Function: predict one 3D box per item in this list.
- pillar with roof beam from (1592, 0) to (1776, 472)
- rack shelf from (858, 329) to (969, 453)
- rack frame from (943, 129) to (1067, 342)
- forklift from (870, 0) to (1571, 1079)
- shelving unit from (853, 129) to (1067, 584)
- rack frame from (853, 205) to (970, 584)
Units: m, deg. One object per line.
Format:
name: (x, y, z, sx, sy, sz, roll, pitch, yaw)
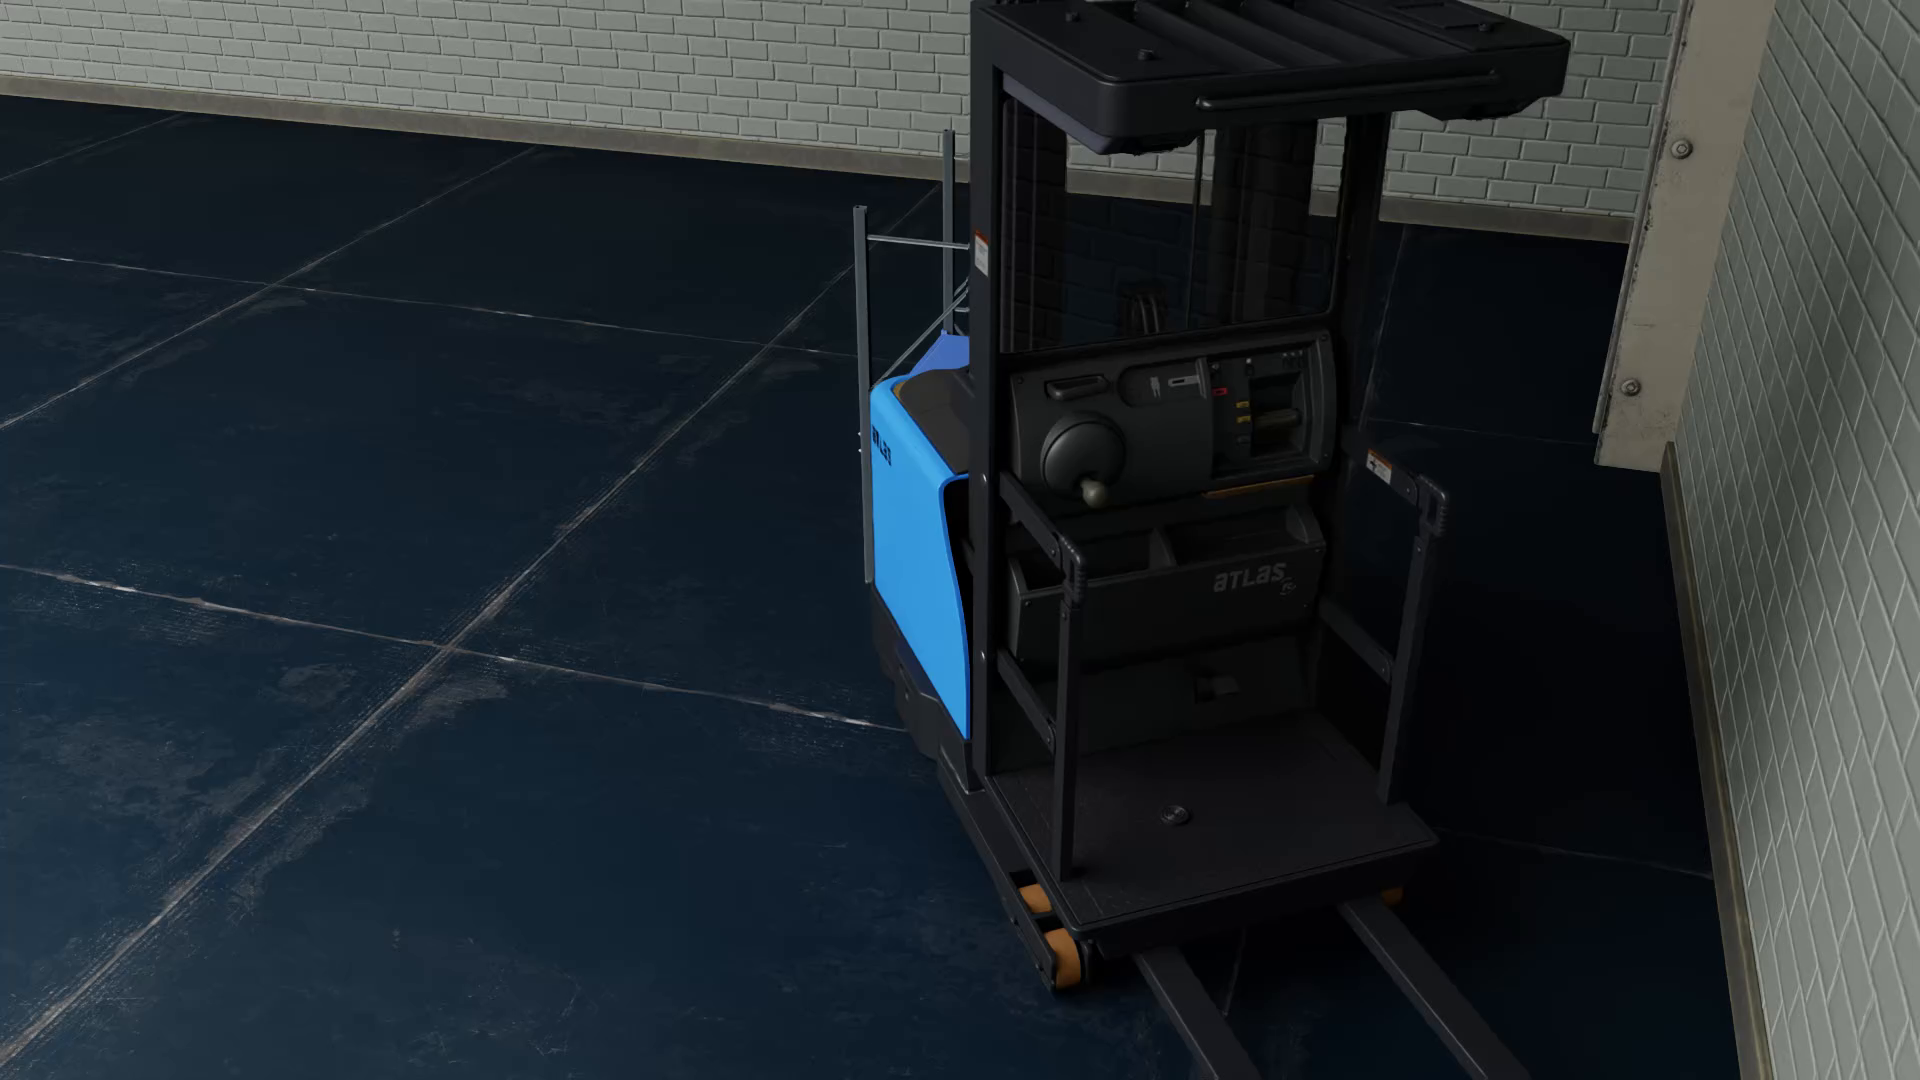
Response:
pillar with roof beam: (-1.105, -4.951, 6.394, 9.100, 9.000, 0.400, 8, 30, 15)
rack shelf: (0.025, -0.538, 6.544, 0.538, 0.185, 1.000, 8, 30, 15)
rack frame: (0.174, -0.931, 6.881, 0.500, 1.500, 0.032, 8, 30, 15)
forklift: (0.648, -0.277, 4.233, 1.130, 2.935, 3.031, -10, 30, -17)
shelving unit: (0.025, -0.695, 6.457, 0.538, 1.500, 1.048, 8, 30, 15)
rack frame: (-0.124, -0.459, 6.032, 0.500, 1.500, 0.032, 8, 30, 15)
